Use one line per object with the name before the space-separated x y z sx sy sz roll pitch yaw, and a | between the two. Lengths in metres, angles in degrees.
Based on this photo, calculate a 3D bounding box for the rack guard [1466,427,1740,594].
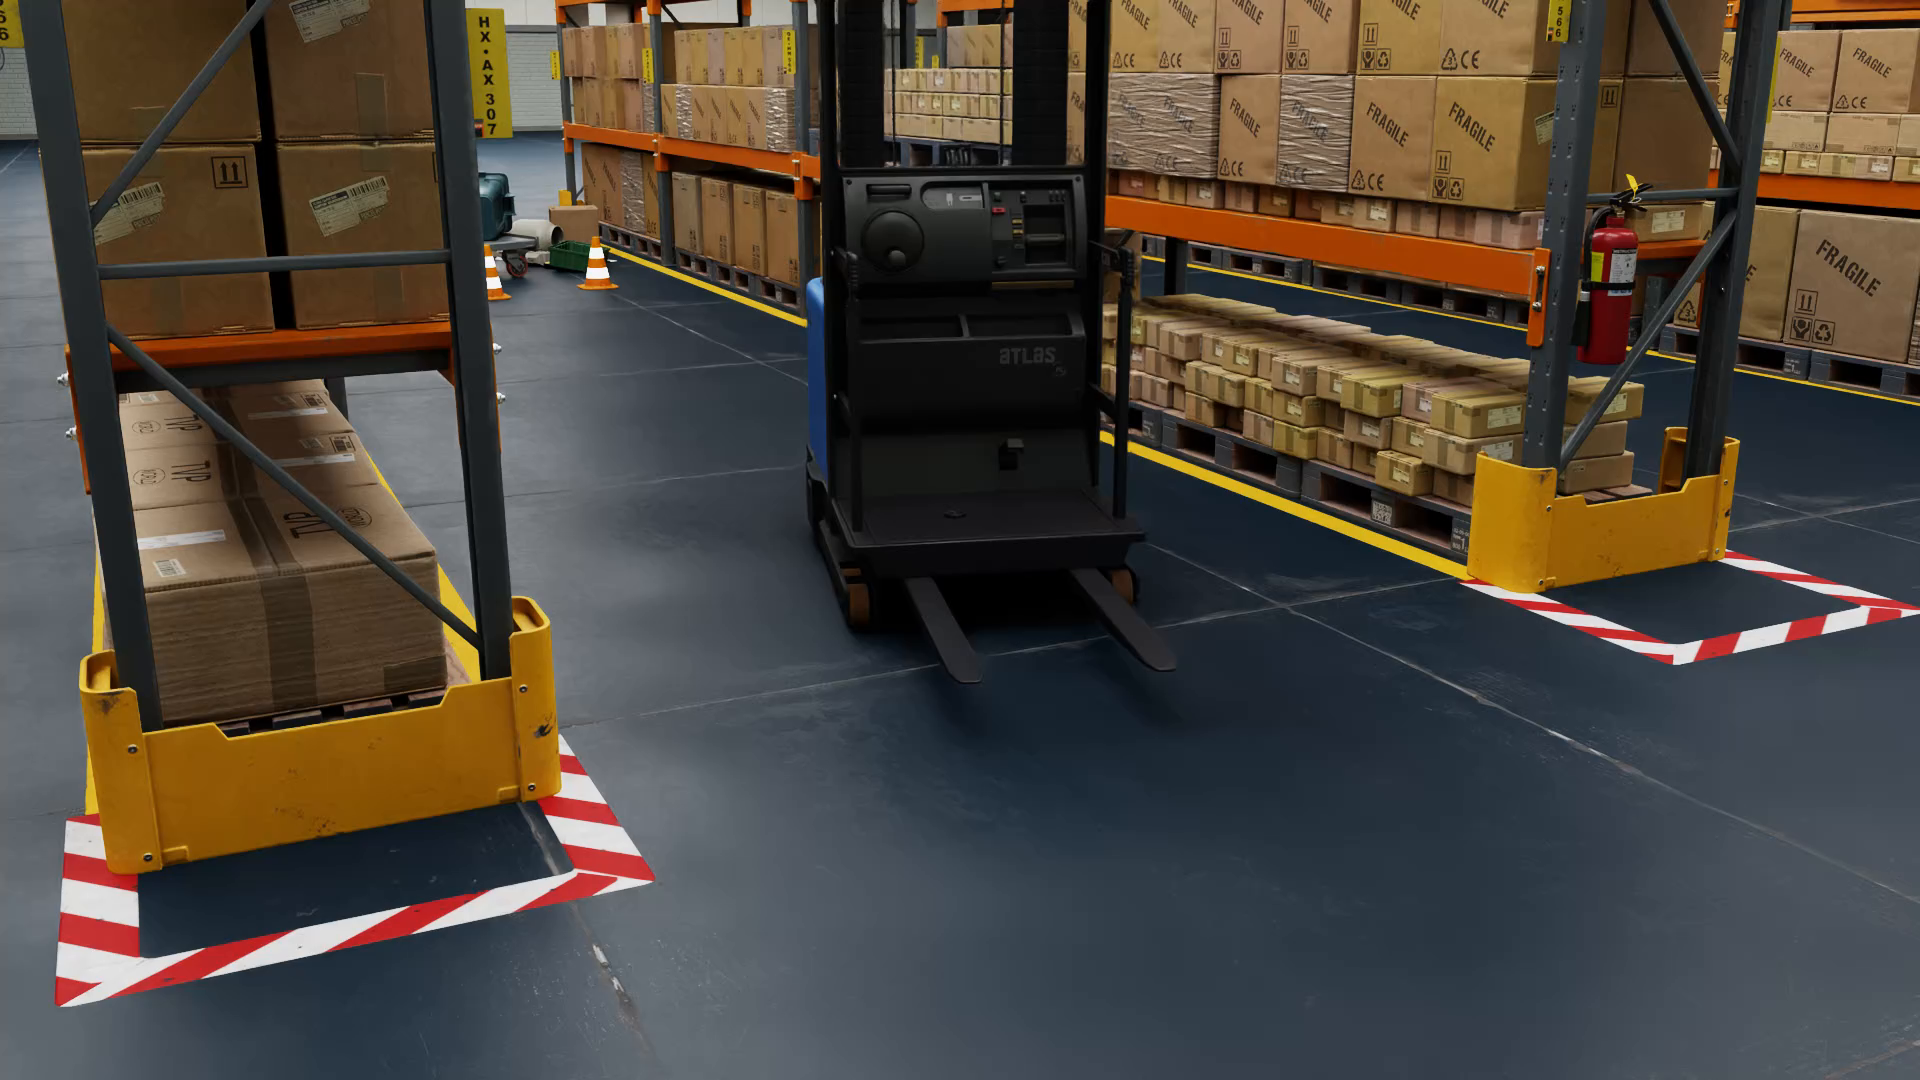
rack guard | 2.642 -0.137 6.821 1.175 0.500 0.348 -8 18 -25

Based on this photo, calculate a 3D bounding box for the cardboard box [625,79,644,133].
cardboard box | -3.016 -4.591 17.538 0.875 0.550 0.550 -8 18 -25

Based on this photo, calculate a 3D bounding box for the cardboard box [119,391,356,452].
cardboard box | -2.912 -0.268 6.629 0.875 0.438 0.875 -8 18 -27

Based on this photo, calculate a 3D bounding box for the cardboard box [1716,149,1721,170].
cardboard box | 5.371 -2.586 11.280 0.380 0.149 0.250 -8 18 -27

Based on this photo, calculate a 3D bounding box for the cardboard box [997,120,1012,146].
cardboard box | 0.456 -2.531 10.327 0.380 0.149 0.250 -8 18 -25

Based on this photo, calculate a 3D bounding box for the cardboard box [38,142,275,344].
cardboard box | -2.180 -0.832 4.530 0.500 0.500 0.500 -8 18 -25

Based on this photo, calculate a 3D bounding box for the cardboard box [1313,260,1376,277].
cardboard box | 3.957 -2.884 14.954 1.225 0.875 0.875 -9 18 -27

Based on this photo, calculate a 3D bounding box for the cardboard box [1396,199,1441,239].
cardboard box | 2.079 -1.372 7.049 0.380 0.149 0.250 -8 18 -25

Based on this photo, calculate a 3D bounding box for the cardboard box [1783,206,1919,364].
cardboard box | 6.037 -1.670 10.721 0.875 0.875 0.875 -8 18 -25

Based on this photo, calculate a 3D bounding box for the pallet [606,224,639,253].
pallet | -3.384 -3.455 18.909 1.003 0.211 1.213 -8 18 -25

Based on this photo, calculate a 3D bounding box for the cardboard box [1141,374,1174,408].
cardboard box | 1.221 -0.835 9.131 0.380 0.149 0.250 -8 18 -26

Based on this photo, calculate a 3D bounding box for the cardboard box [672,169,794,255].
cardboard box | -2.229 -3.272 16.533 1.050 0.750 0.750 -8 18 -25

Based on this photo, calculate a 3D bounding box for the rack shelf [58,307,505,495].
rack shelf | -2.607 -0.846 6.066 1.077 0.370 4.000 -8 18 -25

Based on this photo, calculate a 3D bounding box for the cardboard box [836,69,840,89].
cardboard box | -0.800 -3.531 12.733 0.380 0.149 0.250 -8 18 -25

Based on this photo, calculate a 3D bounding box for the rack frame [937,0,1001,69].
rack frame | 0.168 -5.861 22.236 1.000 3.000 0.127 -8 18 -25

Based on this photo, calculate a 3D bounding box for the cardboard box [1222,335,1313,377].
cardboard box | 1.549 -0.928 8.374 0.380 0.149 0.250 -8 18 -25

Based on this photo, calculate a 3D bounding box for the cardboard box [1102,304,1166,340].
cardboard box | 0.954 -1.243 9.472 0.380 0.149 0.250 -7 17 -22

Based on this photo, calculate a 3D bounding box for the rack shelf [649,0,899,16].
rack shelf | -1.706 -4.895 14.736 1.077 0.370 4.000 -8 18 -25

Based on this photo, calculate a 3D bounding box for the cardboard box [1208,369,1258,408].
cardboard box | 1.478 -0.776 8.386 0.380 0.149 0.250 -7 18 -24

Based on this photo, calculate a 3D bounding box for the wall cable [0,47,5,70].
wall cable | -26.950 -13.501 43.614 3.097 2.526 0.112 -8 18 -25

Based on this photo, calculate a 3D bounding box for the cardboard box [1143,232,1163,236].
cardboard box | 2.362 -3.604 18.105 0.700 0.500 0.500 -8 18 -25

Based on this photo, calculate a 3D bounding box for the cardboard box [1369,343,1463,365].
cardboard box | 2.230 -0.861 8.142 0.380 0.149 0.250 -7 17 -23

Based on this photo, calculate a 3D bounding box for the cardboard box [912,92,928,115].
cardboard box | -0.111 -2.997 11.413 0.380 0.149 0.250 -7 17 -23

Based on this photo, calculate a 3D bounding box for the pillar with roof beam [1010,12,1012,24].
pillar with roof beam | -2.402 -17.390 51.535 9.100 9.000 0.400 -8 18 -25

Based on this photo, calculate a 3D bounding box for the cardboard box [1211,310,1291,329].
cardboard box | 1.619 -1.179 9.249 0.380 0.149 0.250 -7 17 -23

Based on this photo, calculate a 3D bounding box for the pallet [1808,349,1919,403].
pallet | 6.227 -1.044 10.507 1.003 0.211 1.213 -8 18 -25

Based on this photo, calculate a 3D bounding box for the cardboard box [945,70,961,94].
cardboard box | 0.121 -3.011 10.922 0.380 0.149 0.250 -8 18 -27

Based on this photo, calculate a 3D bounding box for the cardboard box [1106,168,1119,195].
cardboard box | 0.932 -2.026 9.327 0.380 0.149 0.250 -7 17 -23

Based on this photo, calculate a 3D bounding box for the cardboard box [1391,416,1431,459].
cardboard box | 2.121 -0.462 7.289 0.380 0.149 0.250 -8 18 -26

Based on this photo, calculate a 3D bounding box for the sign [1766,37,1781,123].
sign | 3.163 -1.801 6.519 0.100 0.325 0.005 -8 18 -25

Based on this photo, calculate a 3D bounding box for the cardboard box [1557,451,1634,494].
cardboard box | 2.733 -0.320 7.333 0.380 0.149 0.250 -7 18 -24

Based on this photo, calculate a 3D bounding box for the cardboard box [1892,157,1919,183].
cardboard box | 5.940 -2.265 10.161 0.380 0.149 0.250 -8 18 -26

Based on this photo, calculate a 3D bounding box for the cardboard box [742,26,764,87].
cardboard box | -1.467 -4.196 14.442 0.700 0.500 0.500 -8 18 -26

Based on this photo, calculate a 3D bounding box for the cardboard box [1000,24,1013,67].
cardboard box | 0.822 -5.991 20.158 0.500 0.500 0.500 -8 18 -25

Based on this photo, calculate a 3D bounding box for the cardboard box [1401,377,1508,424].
cardboard box | 2.157 -0.607 7.256 0.380 0.149 0.250 -7 18 -24

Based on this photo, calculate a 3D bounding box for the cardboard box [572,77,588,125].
cardboard box | -4.131 -5.272 19.913 0.875 0.550 0.550 -8 18 -25

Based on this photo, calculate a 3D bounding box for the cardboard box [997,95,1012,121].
cardboard box | 0.454 -2.675 10.290 0.380 0.149 0.250 -8 18 -25

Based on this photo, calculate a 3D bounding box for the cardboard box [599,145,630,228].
cardboard box | -3.591 -4.089 19.153 0.875 0.875 0.875 -8 18 -26

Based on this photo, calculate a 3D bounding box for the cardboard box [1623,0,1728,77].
cardboard box | 2.717 -2.134 6.717 0.500 0.500 0.500 -8 18 -25

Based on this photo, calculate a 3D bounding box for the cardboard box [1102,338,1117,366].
cardboard box | 0.985 -1.105 9.532 0.380 0.149 0.250 -8 18 -25

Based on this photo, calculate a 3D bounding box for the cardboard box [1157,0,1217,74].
cardboard box | 1.335 -2.586 8.291 0.500 0.500 0.500 -7 18 -24

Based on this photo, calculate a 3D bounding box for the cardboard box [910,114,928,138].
cardboard box | -0.120 -2.856 11.458 0.380 0.149 0.250 -8 18 -27

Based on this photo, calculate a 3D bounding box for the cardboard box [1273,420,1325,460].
cardboard box | 1.727 -0.499 7.959 0.380 0.149 0.250 -9 18 -27

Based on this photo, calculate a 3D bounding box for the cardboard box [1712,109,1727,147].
cardboard box | 5.396 -2.808 11.331 0.500 0.250 0.500 -8 18 -26

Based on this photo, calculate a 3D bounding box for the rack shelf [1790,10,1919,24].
rack shelf | 14.403 -8.257 26.451 1.077 0.370 4.000 -8 18 -25

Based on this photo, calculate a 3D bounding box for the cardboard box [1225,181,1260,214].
cardboard box | 1.532 -1.699 8.189 0.380 0.149 0.250 -7 17 -23

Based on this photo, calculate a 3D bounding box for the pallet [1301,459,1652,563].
pallet | 2.317 -0.204 7.577 1.003 0.211 1.213 -8 18 -25

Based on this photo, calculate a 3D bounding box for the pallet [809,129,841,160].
pallet | -0.422 -3.047 12.778 1.213 0.211 1.003 -8 18 -25

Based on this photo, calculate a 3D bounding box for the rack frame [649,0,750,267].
rack frame | -2.582 -4.295 16.779 1.000 3.000 0.127 -8 18 -25

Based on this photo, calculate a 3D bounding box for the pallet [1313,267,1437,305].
pallet | 3.951 -2.332 14.996 1.003 0.211 1.213 -8 18 -25

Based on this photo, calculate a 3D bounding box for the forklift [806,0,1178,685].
forklift | 0.063 -1.196 6.103 1.130 2.935 3.031 -3 16 -10

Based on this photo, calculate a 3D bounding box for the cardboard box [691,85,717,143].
cardboard box | -2.155 -3.931 15.328 0.500 0.500 0.500 -8 18 -25

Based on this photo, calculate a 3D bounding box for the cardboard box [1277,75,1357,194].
cardboard box | 1.795 -1.844 7.517 0.500 0.500 0.500 -8 18 -25

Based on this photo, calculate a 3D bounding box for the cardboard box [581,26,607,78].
cardboard box | -3.760 -5.501 18.751 0.875 0.550 0.550 -8 18 -25

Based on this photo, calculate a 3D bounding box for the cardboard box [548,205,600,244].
cardboard box | -4.185 -3.355 18.033 0.500 0.500 0.500 -5 17 -15
